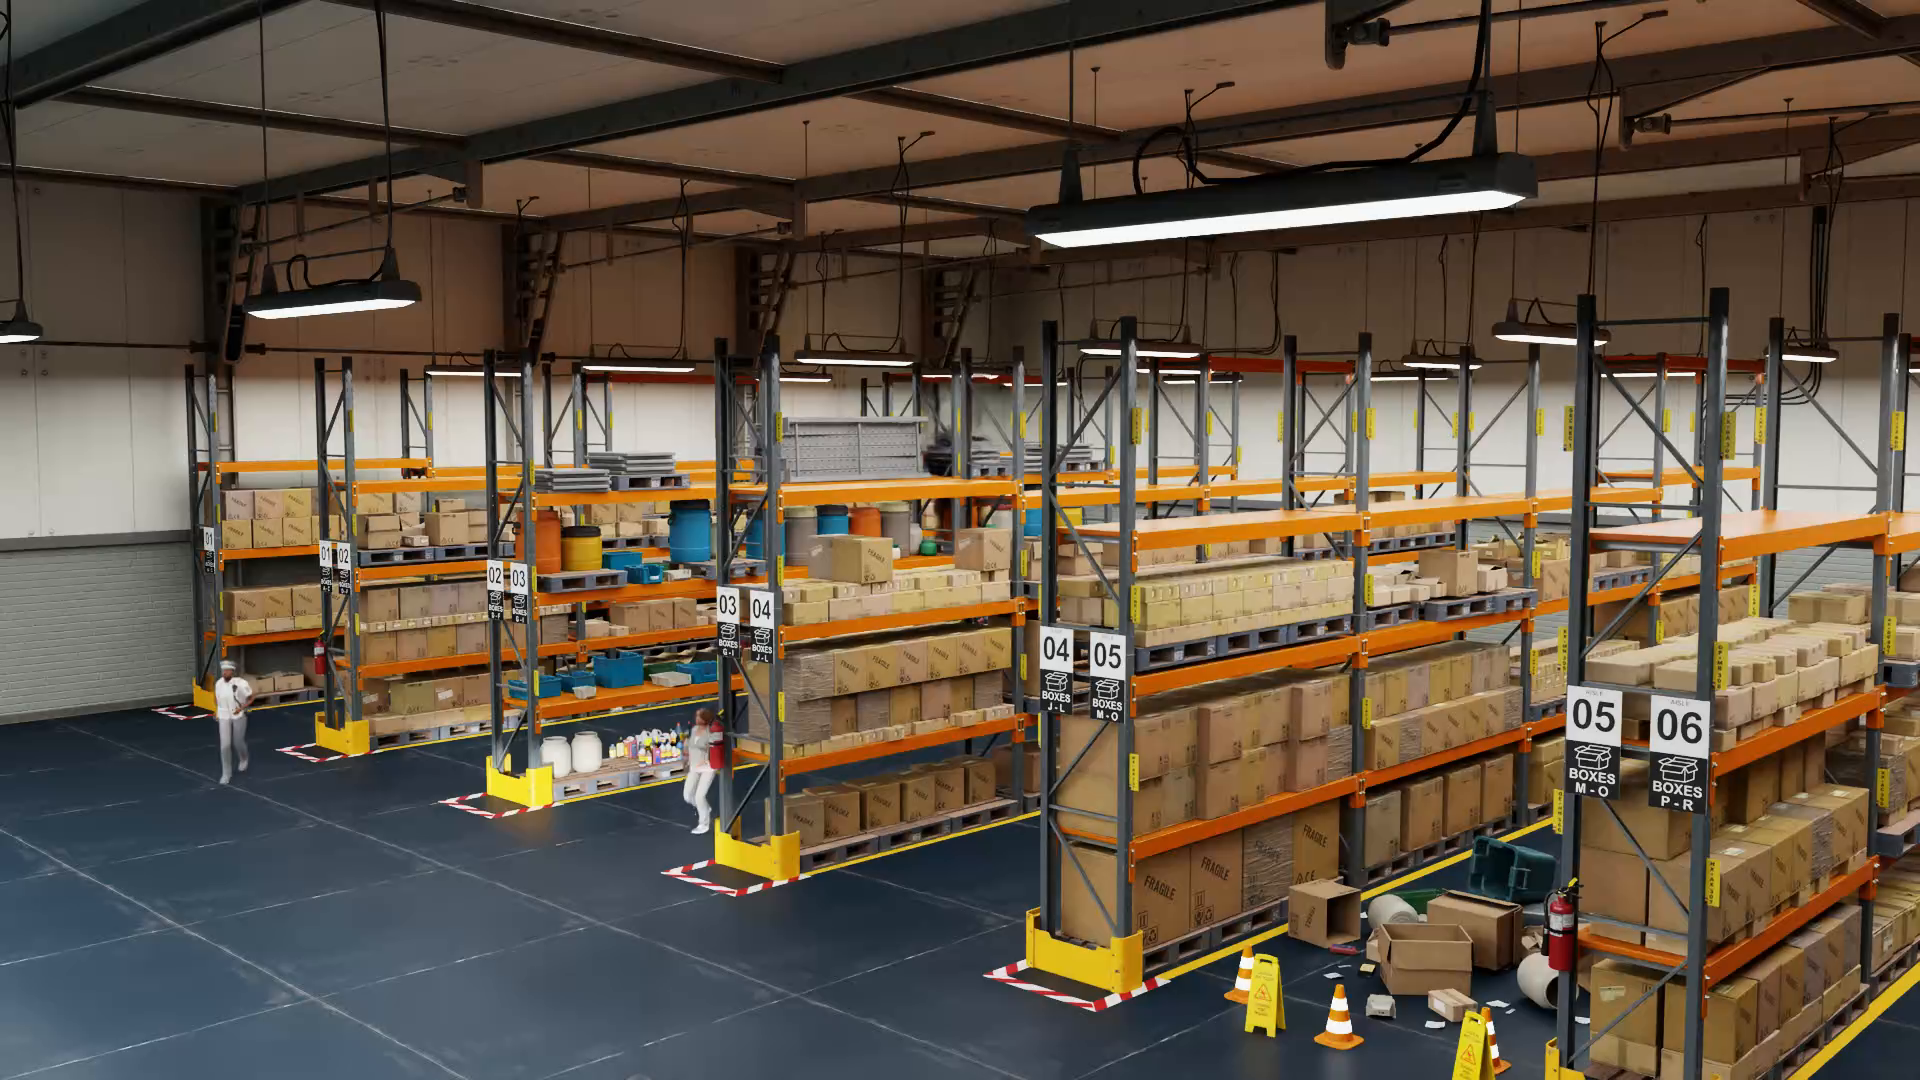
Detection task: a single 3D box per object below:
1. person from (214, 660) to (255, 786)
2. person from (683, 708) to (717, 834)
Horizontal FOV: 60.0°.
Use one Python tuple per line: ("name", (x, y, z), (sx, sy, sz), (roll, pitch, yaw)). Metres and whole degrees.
("person", (-10.217, 2.524, 23.436), (0.578, 1.726, 0.824), (-1, 4, -8))
("person", (-3.170, 2.830, 20.413), (0.546, 1.554, 0.535), (3, 5, 31))
